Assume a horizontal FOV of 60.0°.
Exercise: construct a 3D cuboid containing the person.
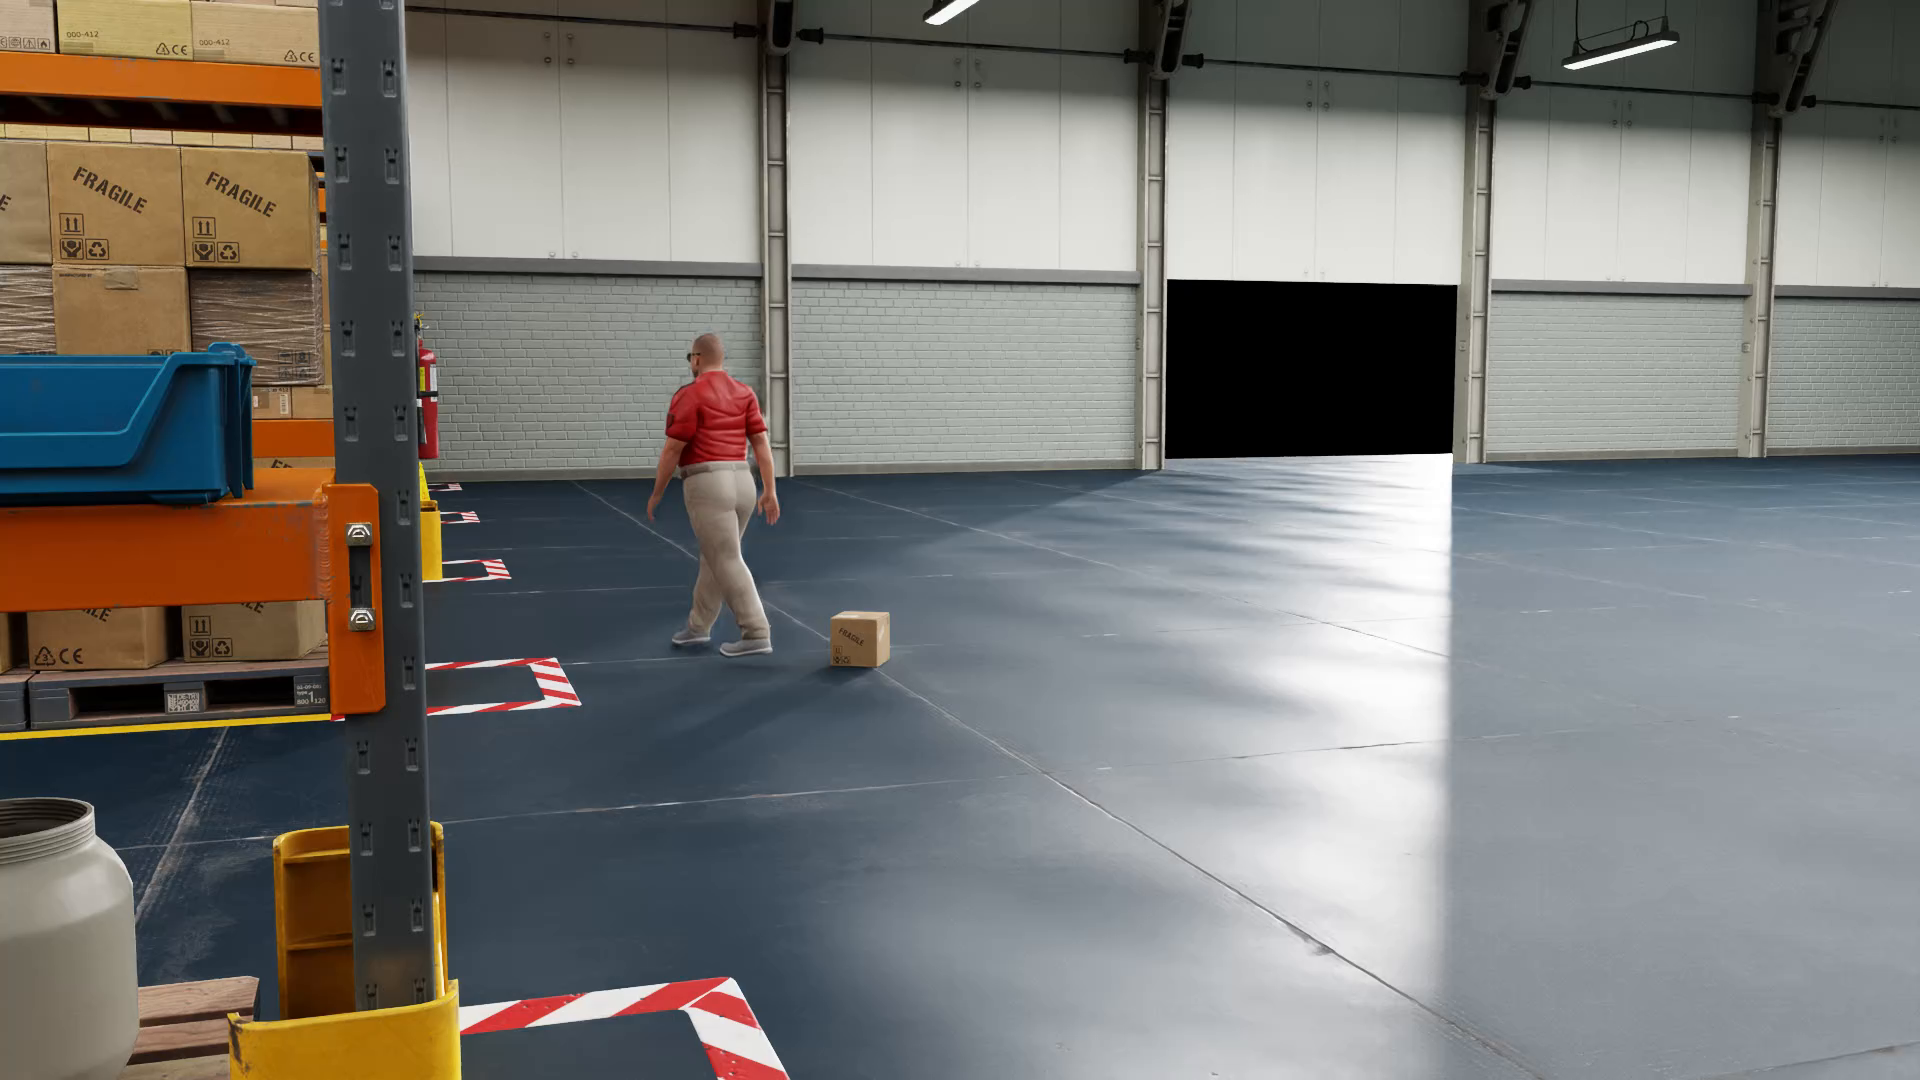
[{"bbox_3d":[-1.306,-0.233,8.747,0.991,1.694,0.575,4,7,38],"label":"person"}]
